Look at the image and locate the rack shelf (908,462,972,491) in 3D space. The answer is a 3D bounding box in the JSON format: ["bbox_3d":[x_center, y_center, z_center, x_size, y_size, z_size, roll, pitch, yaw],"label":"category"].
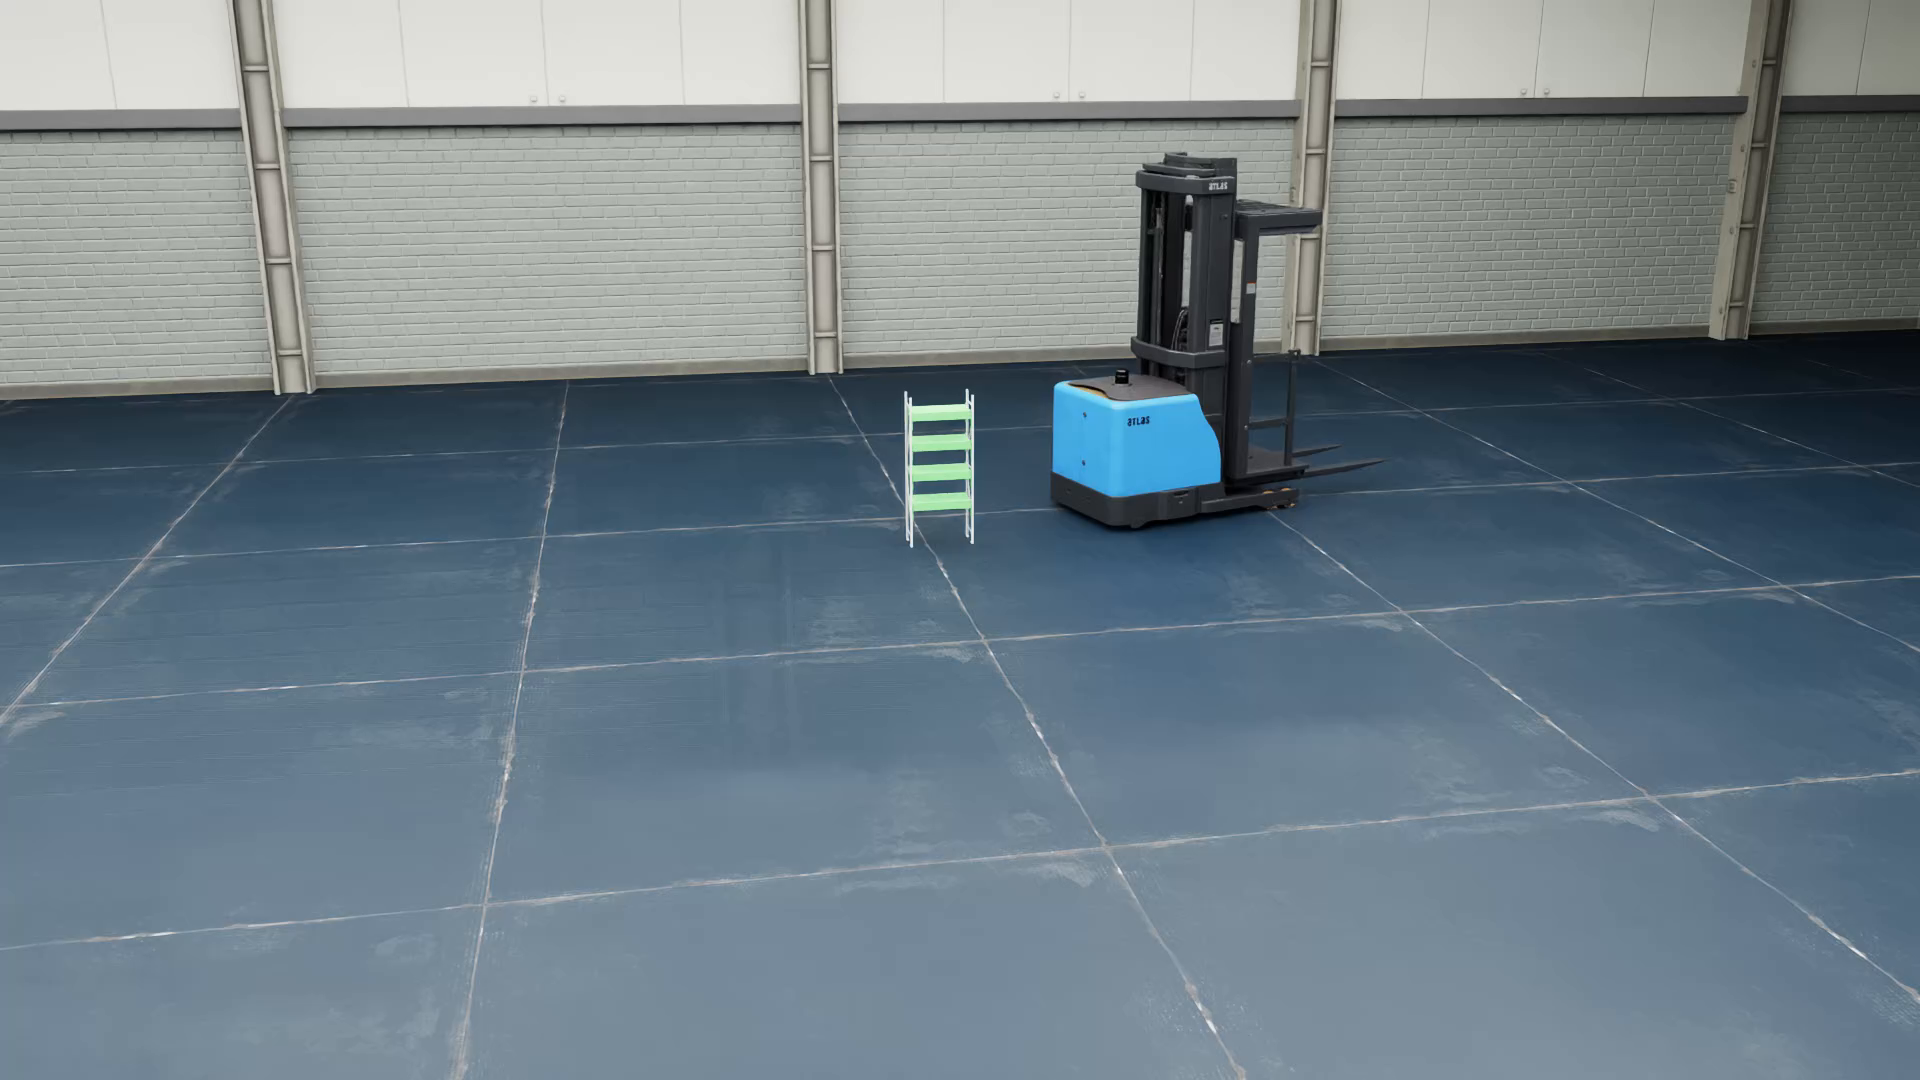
[{"bbox_3d":[-0.163,-0.503,13.124,0.480,0.148,0.258,-3,17,-10],"label":"rack shelf"}]

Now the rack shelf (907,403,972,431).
[{"bbox_3d":[-0.163,-0.962,12.983,0.480,0.148,0.258,-3,17,-10],"label":"rack shelf"}]

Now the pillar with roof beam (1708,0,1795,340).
[{"bbox_3d":[10.990,-5.744,16.685,0.400,9.000,9.100,-3,17,-10],"label":"pillar with roof beam"}]

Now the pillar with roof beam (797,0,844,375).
[{"bbox_3d":[-0.792,-5.075,14.509,0.400,9.000,9.100,-3,17,-10],"label":"pillar with roof beam"}]

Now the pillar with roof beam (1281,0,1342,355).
[{"bbox_3d":[5.099,-5.409,15.597,0.400,9.000,9.100,-3,17,-10],"label":"pillar with roof beam"}]

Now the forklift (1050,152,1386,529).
[{"bbox_3d":[2.321,-1.780,14.115,3.031,2.935,1.130,-9,19,-27],"label":"forklift"}]

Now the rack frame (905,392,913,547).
[{"bbox_3d":[-0.402,-0.551,13.061,0.015,1.200,0.240,-3,17,-10],"label":"rack frame"}]

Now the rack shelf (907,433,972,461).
[{"bbox_3d":[-0.163,-0.733,13.054,0.480,0.148,0.258,-3,17,-10],"label":"rack shelf"}]

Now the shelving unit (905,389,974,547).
[{"bbox_3d":[-0.163,-0.564,13.106,0.503,1.200,0.258,-3,17,-10],"label":"shelving unit"}]

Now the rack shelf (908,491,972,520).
[{"bbox_3d":[-0.163,-0.274,13.195,0.480,0.148,0.258,-3,17,-10],"label":"rack shelf"}]

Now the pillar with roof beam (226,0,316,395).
[{"bbox_3d":[-6.683,-4.741,13.421,0.400,9.000,9.100,-3,17,-10],"label":"pillar with roof beam"}]

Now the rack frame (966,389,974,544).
[{"bbox_3d":[0.077,-0.578,13.150,0.015,1.200,0.240,-3,17,-10],"label":"rack frame"}]
